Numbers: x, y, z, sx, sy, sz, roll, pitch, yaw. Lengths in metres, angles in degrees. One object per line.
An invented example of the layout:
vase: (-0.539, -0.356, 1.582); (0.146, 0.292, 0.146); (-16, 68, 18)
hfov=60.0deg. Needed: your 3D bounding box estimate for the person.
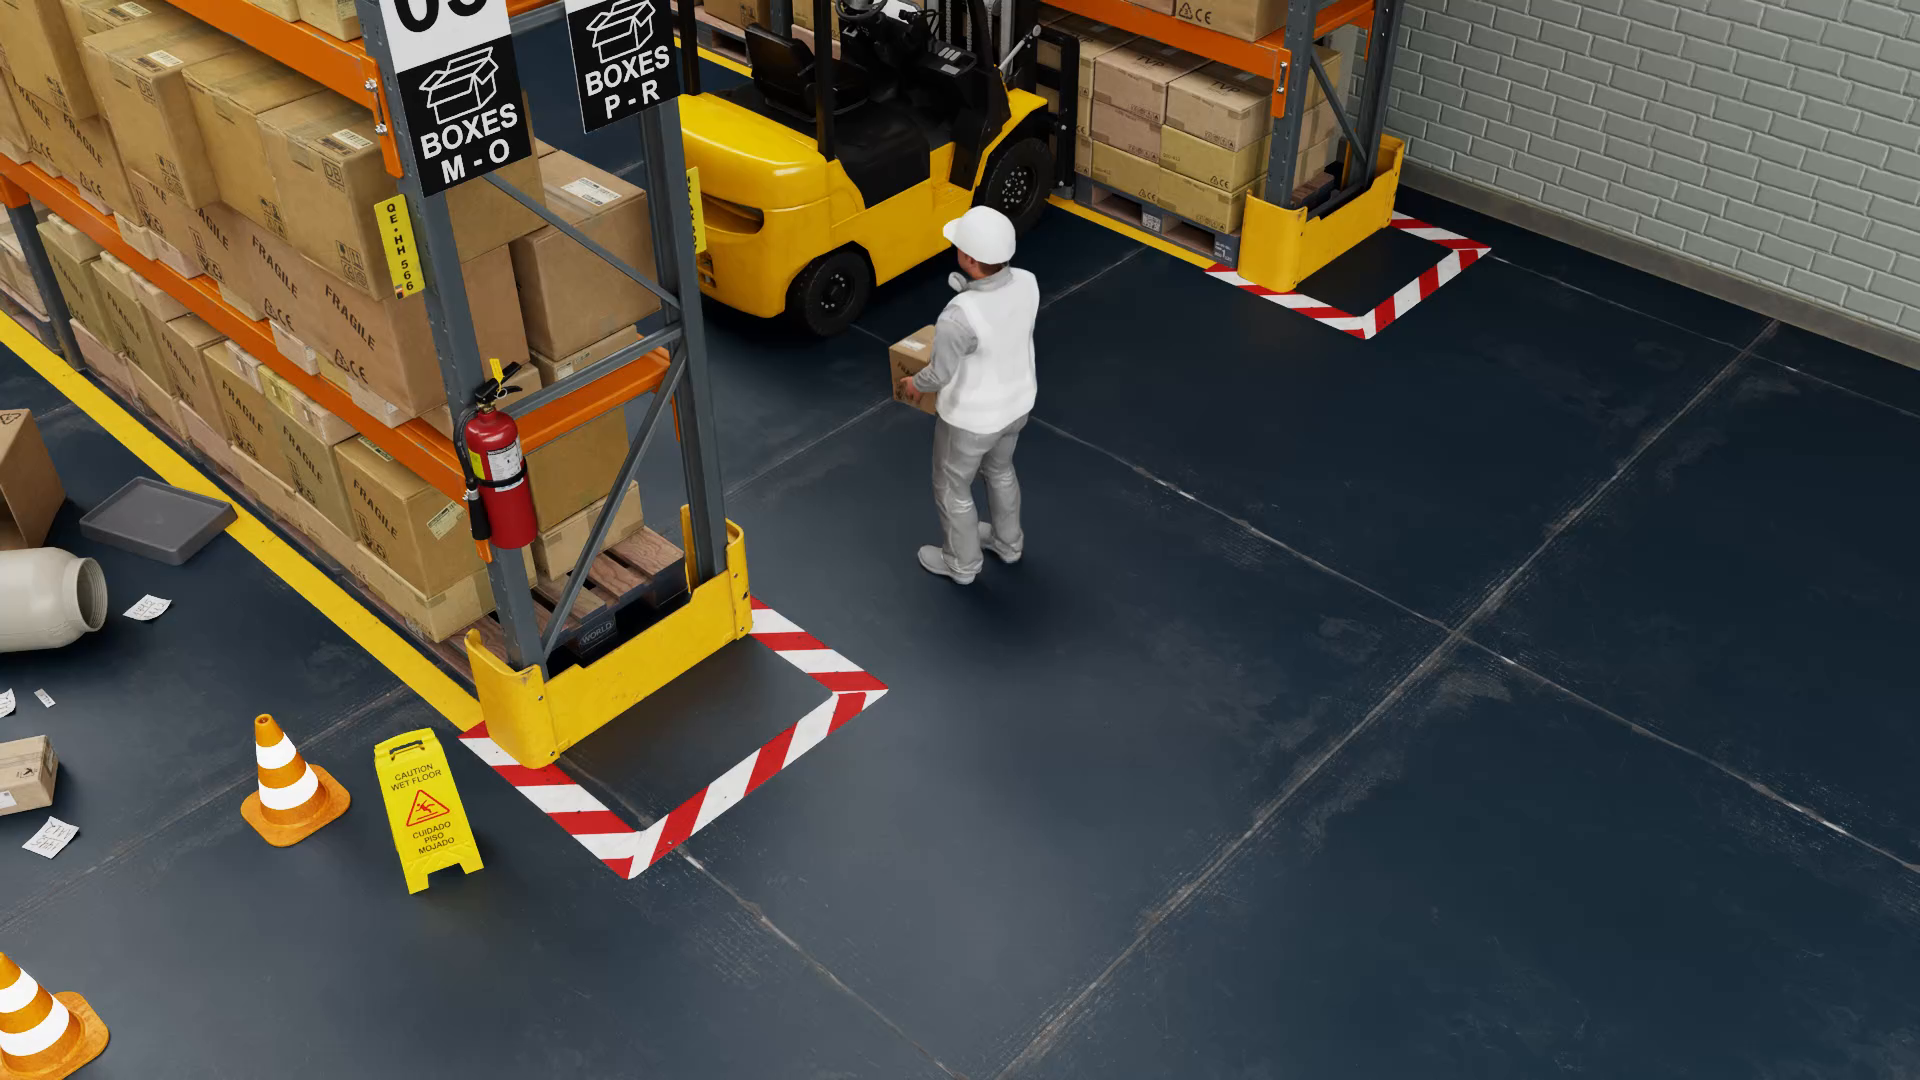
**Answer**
person: (0.037, -0.590, 6.854); (0.522, 1.779, 0.532); (30, 48, 31)
